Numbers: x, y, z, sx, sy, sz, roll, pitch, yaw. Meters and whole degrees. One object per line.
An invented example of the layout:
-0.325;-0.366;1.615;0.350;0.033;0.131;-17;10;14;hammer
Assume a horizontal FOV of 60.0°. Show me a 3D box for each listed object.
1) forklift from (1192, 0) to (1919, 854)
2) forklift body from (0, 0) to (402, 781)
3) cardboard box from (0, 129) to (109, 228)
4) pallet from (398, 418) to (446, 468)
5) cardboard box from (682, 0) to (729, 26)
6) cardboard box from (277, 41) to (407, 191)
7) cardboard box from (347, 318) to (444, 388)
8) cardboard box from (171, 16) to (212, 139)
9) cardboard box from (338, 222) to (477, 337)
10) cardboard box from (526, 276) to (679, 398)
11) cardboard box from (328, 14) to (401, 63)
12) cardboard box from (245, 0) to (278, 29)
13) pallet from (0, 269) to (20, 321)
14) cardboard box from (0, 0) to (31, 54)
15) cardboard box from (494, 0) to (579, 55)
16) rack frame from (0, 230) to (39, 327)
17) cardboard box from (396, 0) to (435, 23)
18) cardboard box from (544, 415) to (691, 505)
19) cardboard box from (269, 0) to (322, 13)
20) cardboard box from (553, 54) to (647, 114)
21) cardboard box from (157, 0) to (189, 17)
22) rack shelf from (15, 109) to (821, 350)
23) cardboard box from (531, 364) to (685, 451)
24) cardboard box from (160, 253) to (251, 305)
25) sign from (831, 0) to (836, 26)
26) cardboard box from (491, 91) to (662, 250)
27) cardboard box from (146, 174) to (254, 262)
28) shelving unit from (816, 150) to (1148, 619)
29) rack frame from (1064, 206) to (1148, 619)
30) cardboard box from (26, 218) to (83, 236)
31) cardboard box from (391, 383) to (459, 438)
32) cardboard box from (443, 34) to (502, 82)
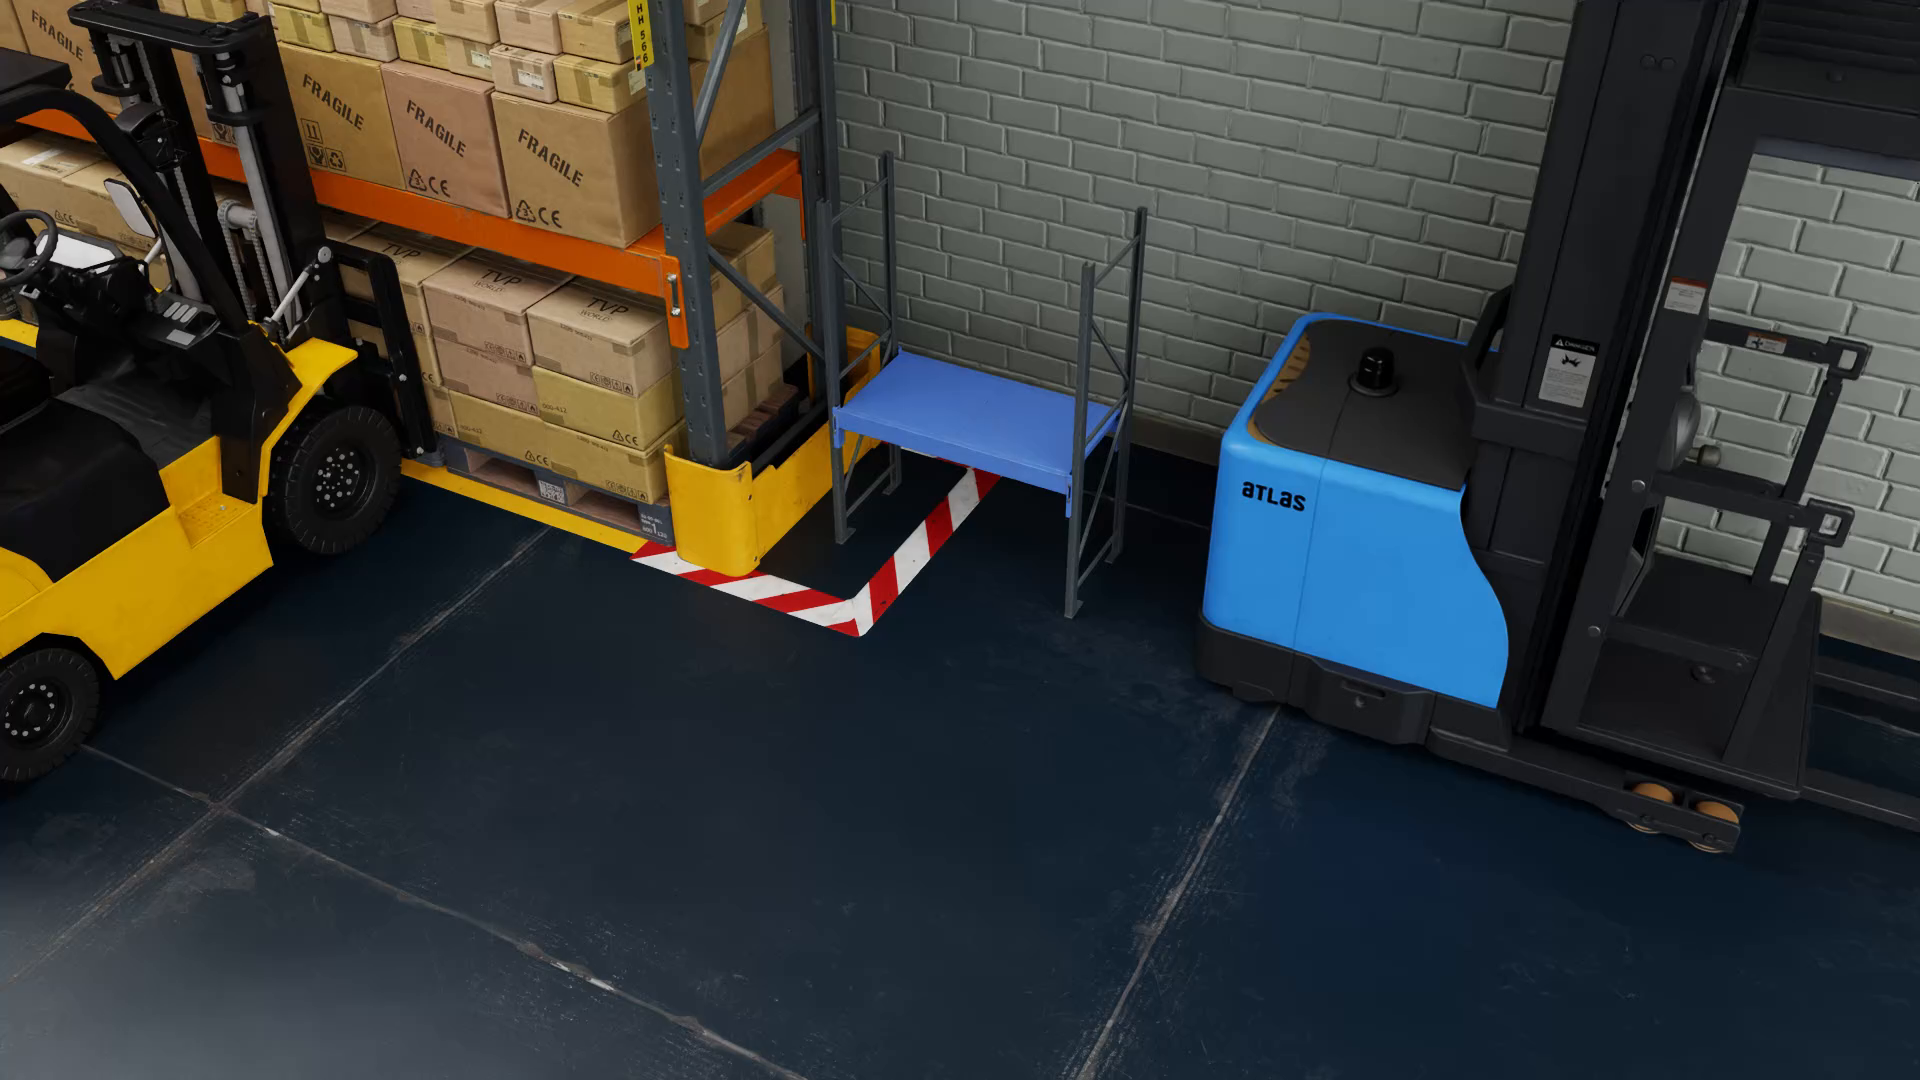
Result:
2.401;-0.520;5.011;3.031;2.935;1.130;16;40;20;forklift
-3.284;-0.613;5.779;1.214;2.155;2.313;17;41;21;forklift body
-4.028;-1.683;7.586;0.500;0.250;0.500;17;40;21;cardboard box
-2.539;-0.823;7.659;1.213;0.211;1.003;17;41;21;pallet
-0.961;-2.028;6.076;0.250;0.149;0.380;17;40;21;cardboard box
-2.230;-1.731;6.466;0.500;0.500;0.500;17;40;21;cardboard box
-2.245;-0.920;6.994;0.500;0.250;0.500;16;40;20;cardboard box
-3.119;-2.016;6.842;0.500;0.500;0.500;17;40;21;cardboard box
-2.222;-1.108;6.829;0.500;0.250;0.500;18;41;22;cardboard box
-1.313;-0.834;6.468;0.500;0.250;0.500;19;41;23;cardboard box
-2.114;-1.932;6.195;0.250;0.149;0.380;16;40;20;cardboard box
-2.528;-2.109;6.428;0.250;0.149;0.380;17;40;21;cardboard box
-4.985;-1.589;8.668;1.213;0.211;1.003;17;41;21;pallet
-4.039;-2.292;7.206;0.500;0.500;0.500;16;40;20;cardboard box
-1.409;-1.858;5.852;0.250;0.149;0.380;17;41;22;cardboard box
-4.313;-2.516;7.583;0.127;3.000;1.000;17;41;21;rack frame
-1.841;-2.026;6.073;0.250;0.149;0.380;18;41;22;cardboard box
-1.323;-0.436;6.771;0.500;0.250;0.500;18;41;22;cardboard box
-2.355;-2.108;6.180;0.250;0.149;0.380;18;41;22;cardboard box
-1.198;-1.647;5.820;0.250;0.149;0.380;18;41;22;cardboard box
-3.027;-2.213;6.565;0.250;0.149;0.380;16;40;20;cardboard box
-2.537;-1.673;7.068;4.000;0.370;1.077;17;41;21;rack shelf
-1.337;-0.642;6.628;0.500;0.250;0.500;17;40;21;cardboard box
-3.136;-1.202;7.365;0.500;0.250;0.500;17;40;21;cardboard box
-0.500;-2.076;6.222;0.005;0.325;0.100;17;41;21;sign
-1.319;-1.439;6.082;0.500;0.500;0.500;16;40;21;cardboard box
-3.131;-1.403;7.217;0.500;0.250;0.500;19;41;23;cardboard box
0.076;-0.574;6.265;1.048;1.500;0.538;17;41;21;shelving unit
0.527;-0.432;6.079;0.032;1.500;0.500;17;41;21;rack frame
-4.025;-1.486;7.741;0.500;0.250;0.500;17;40;21;cardboard box
-2.201;-0.724;7.149;0.500;0.250;0.500;18;41;22;cardboard box
-1.641;-1.808;6.031;0.250;0.149;0.380;18;41;22;cardboard box
